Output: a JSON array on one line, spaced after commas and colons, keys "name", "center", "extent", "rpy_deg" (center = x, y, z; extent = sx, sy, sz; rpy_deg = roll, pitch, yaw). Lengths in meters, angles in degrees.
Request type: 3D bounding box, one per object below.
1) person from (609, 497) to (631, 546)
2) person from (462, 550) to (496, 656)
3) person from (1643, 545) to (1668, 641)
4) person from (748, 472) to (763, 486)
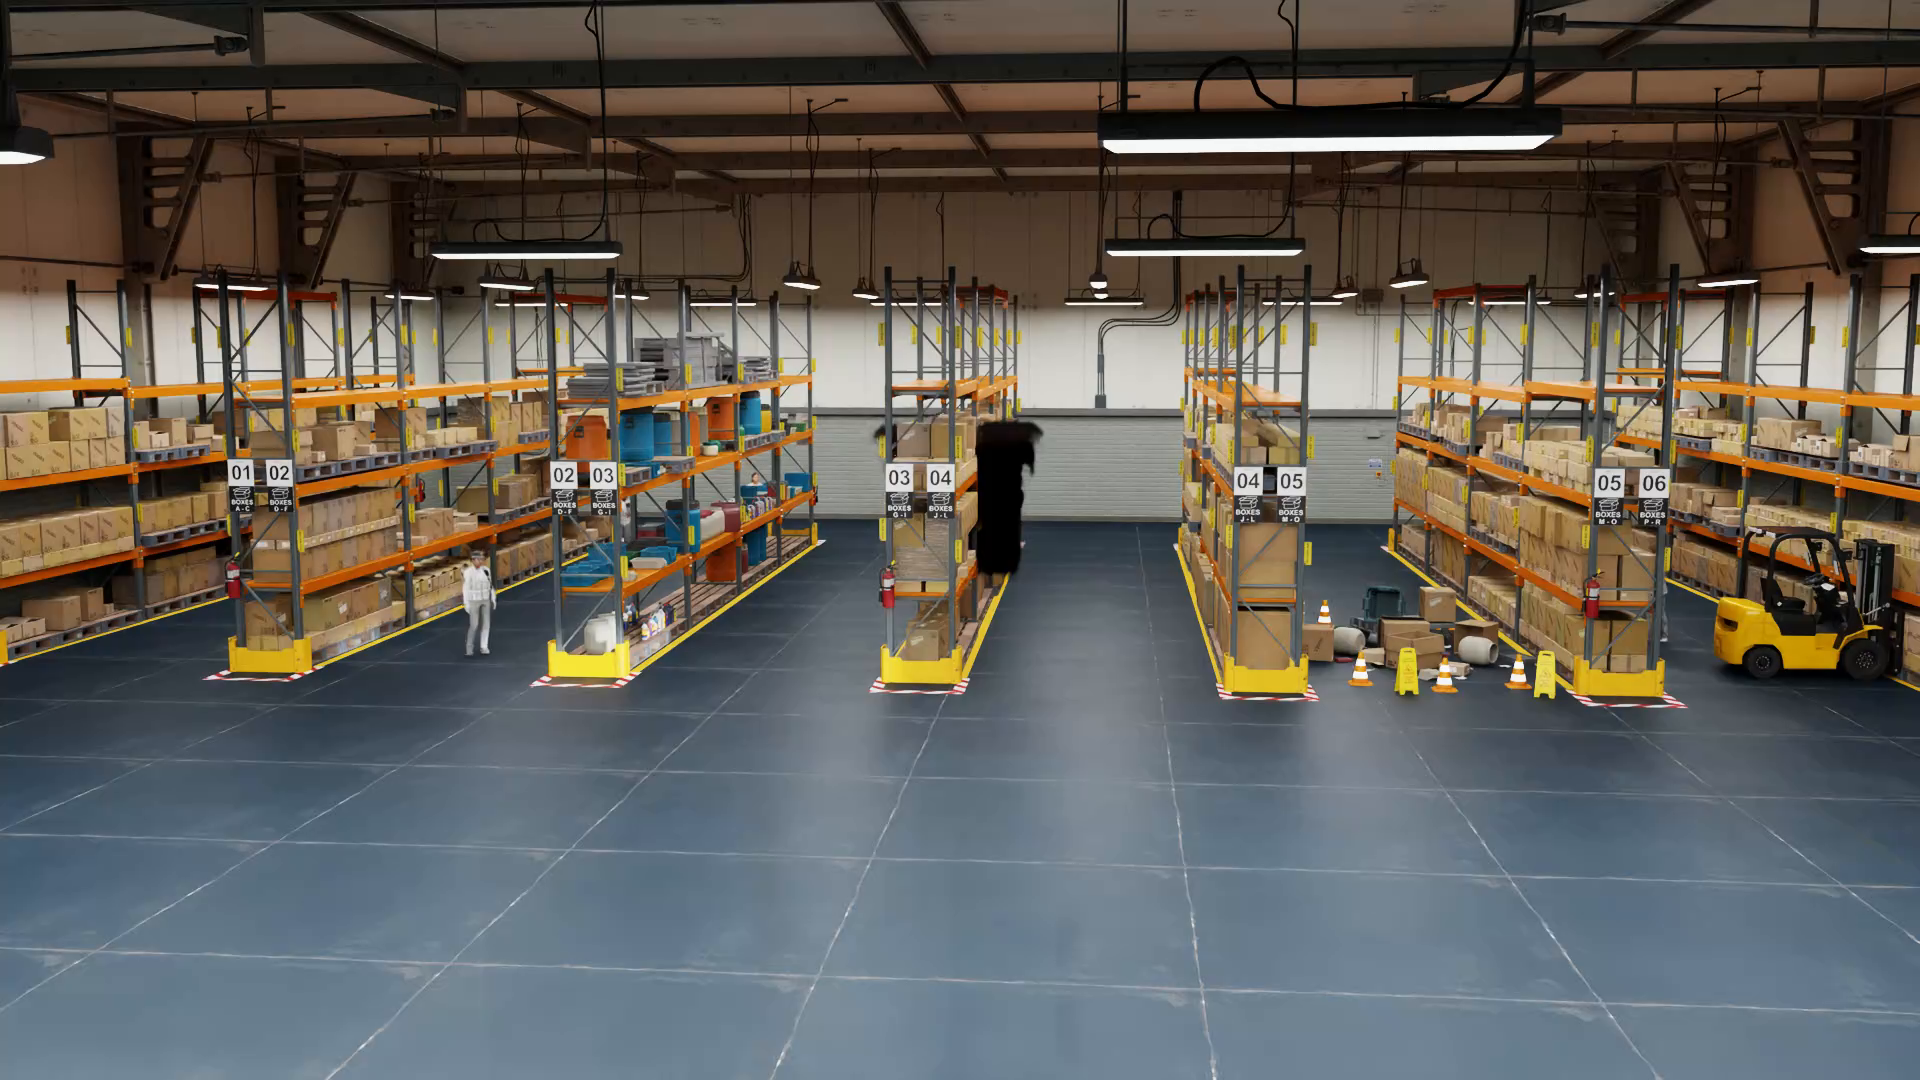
[{"name": "person", "center": [-7.548, -0.338, 36.988], "extent": [0.626, 1.634, 1.028], "rpy_deg": [1, 7, 7]}, {"name": "person", "center": [-7.636, 1.017, 26.428], "extent": [0.541, 1.723, 0.348], "rpy_deg": [-6, 9, -42]}, {"name": "person", "center": [11.487, 0.874, 27.543], "extent": [0.454, 1.586, 0.590], "rpy_deg": [-6, 9, -38]}, {"name": "person", "center": [-5.101, -0.885, 41.692], "extent": [0.529, 1.610, 1.034], "rpy_deg": [0, 7, 4]}]
